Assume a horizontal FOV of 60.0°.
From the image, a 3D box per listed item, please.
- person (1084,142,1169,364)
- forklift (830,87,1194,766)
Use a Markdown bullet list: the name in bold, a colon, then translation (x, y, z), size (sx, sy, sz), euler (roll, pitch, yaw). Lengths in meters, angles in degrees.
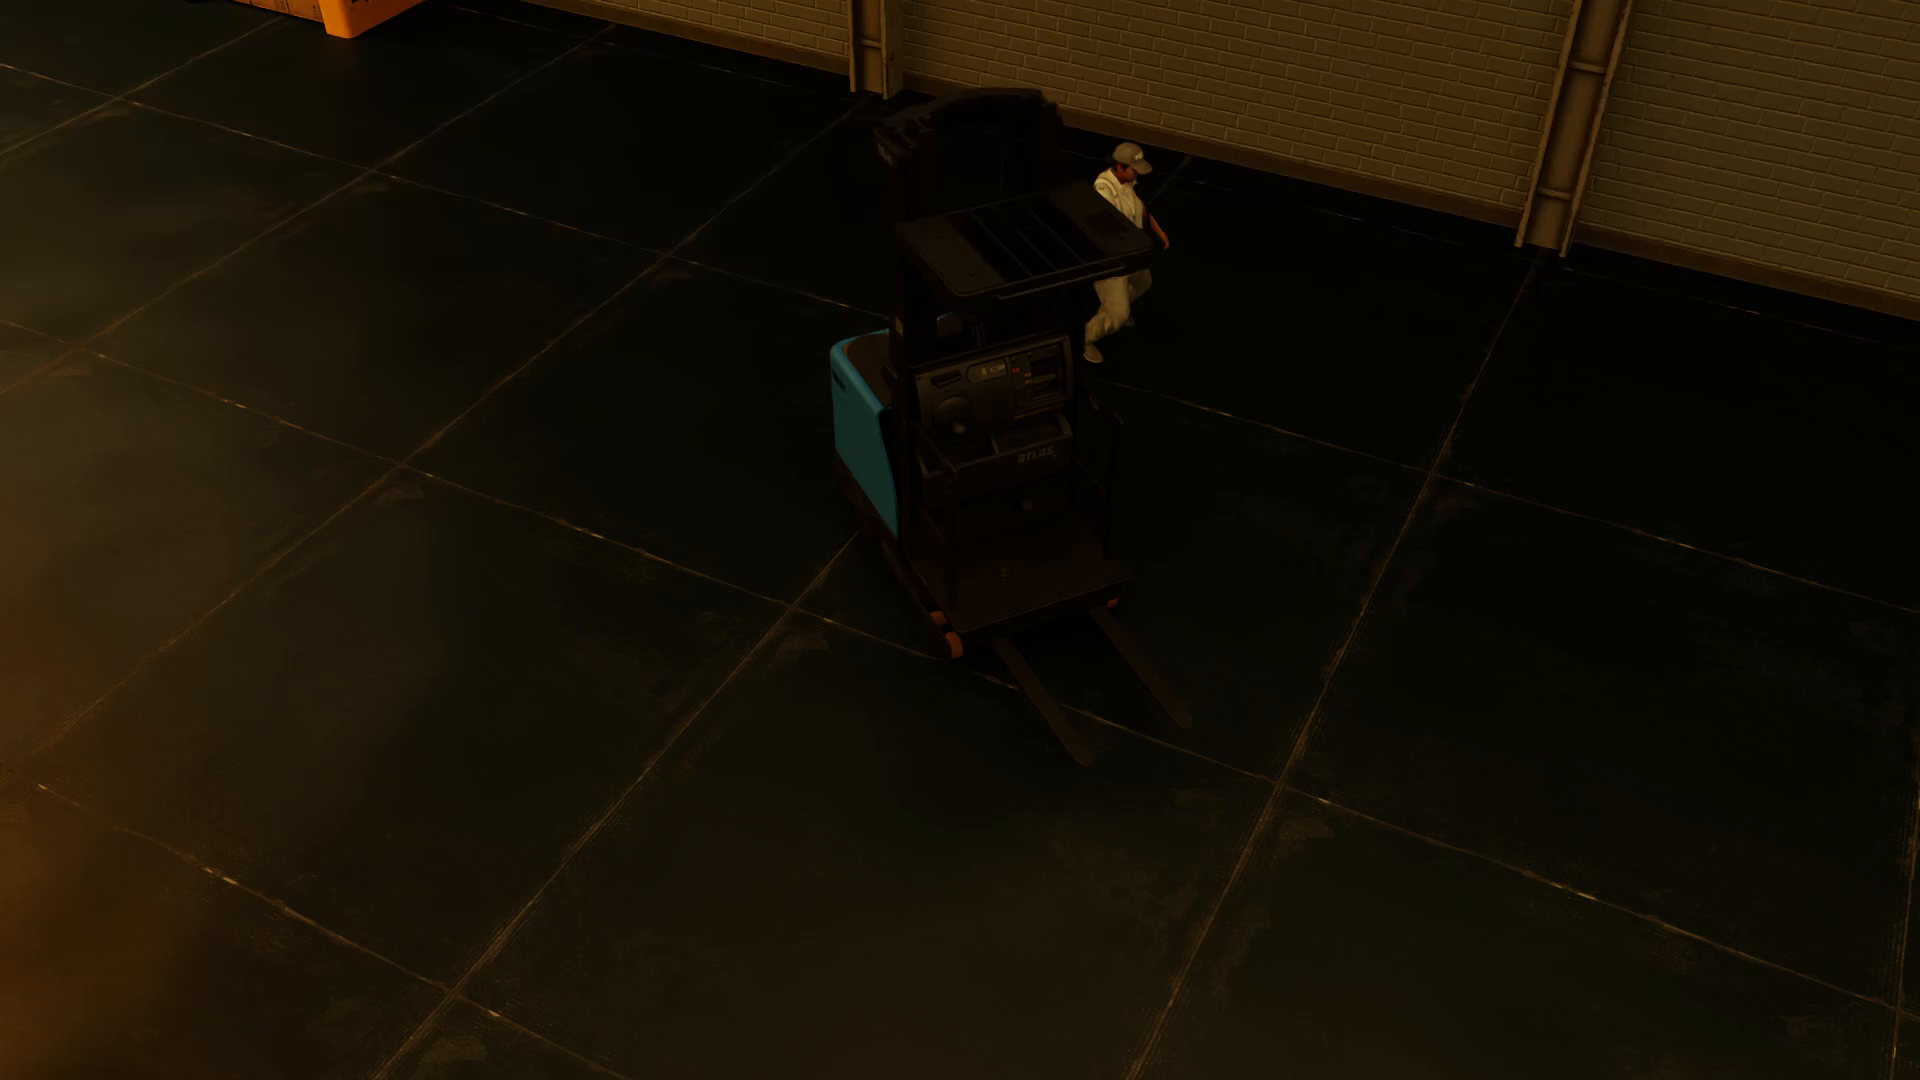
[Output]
- **person**: translation (1.086, -1.983, 11.426), size (0.589, 1.564, 0.864), euler (28, 48, 29)
- **forklift**: translation (0.285, -0.762, 8.892), size (1.130, 2.935, 3.031), euler (-17, 43, -19)
